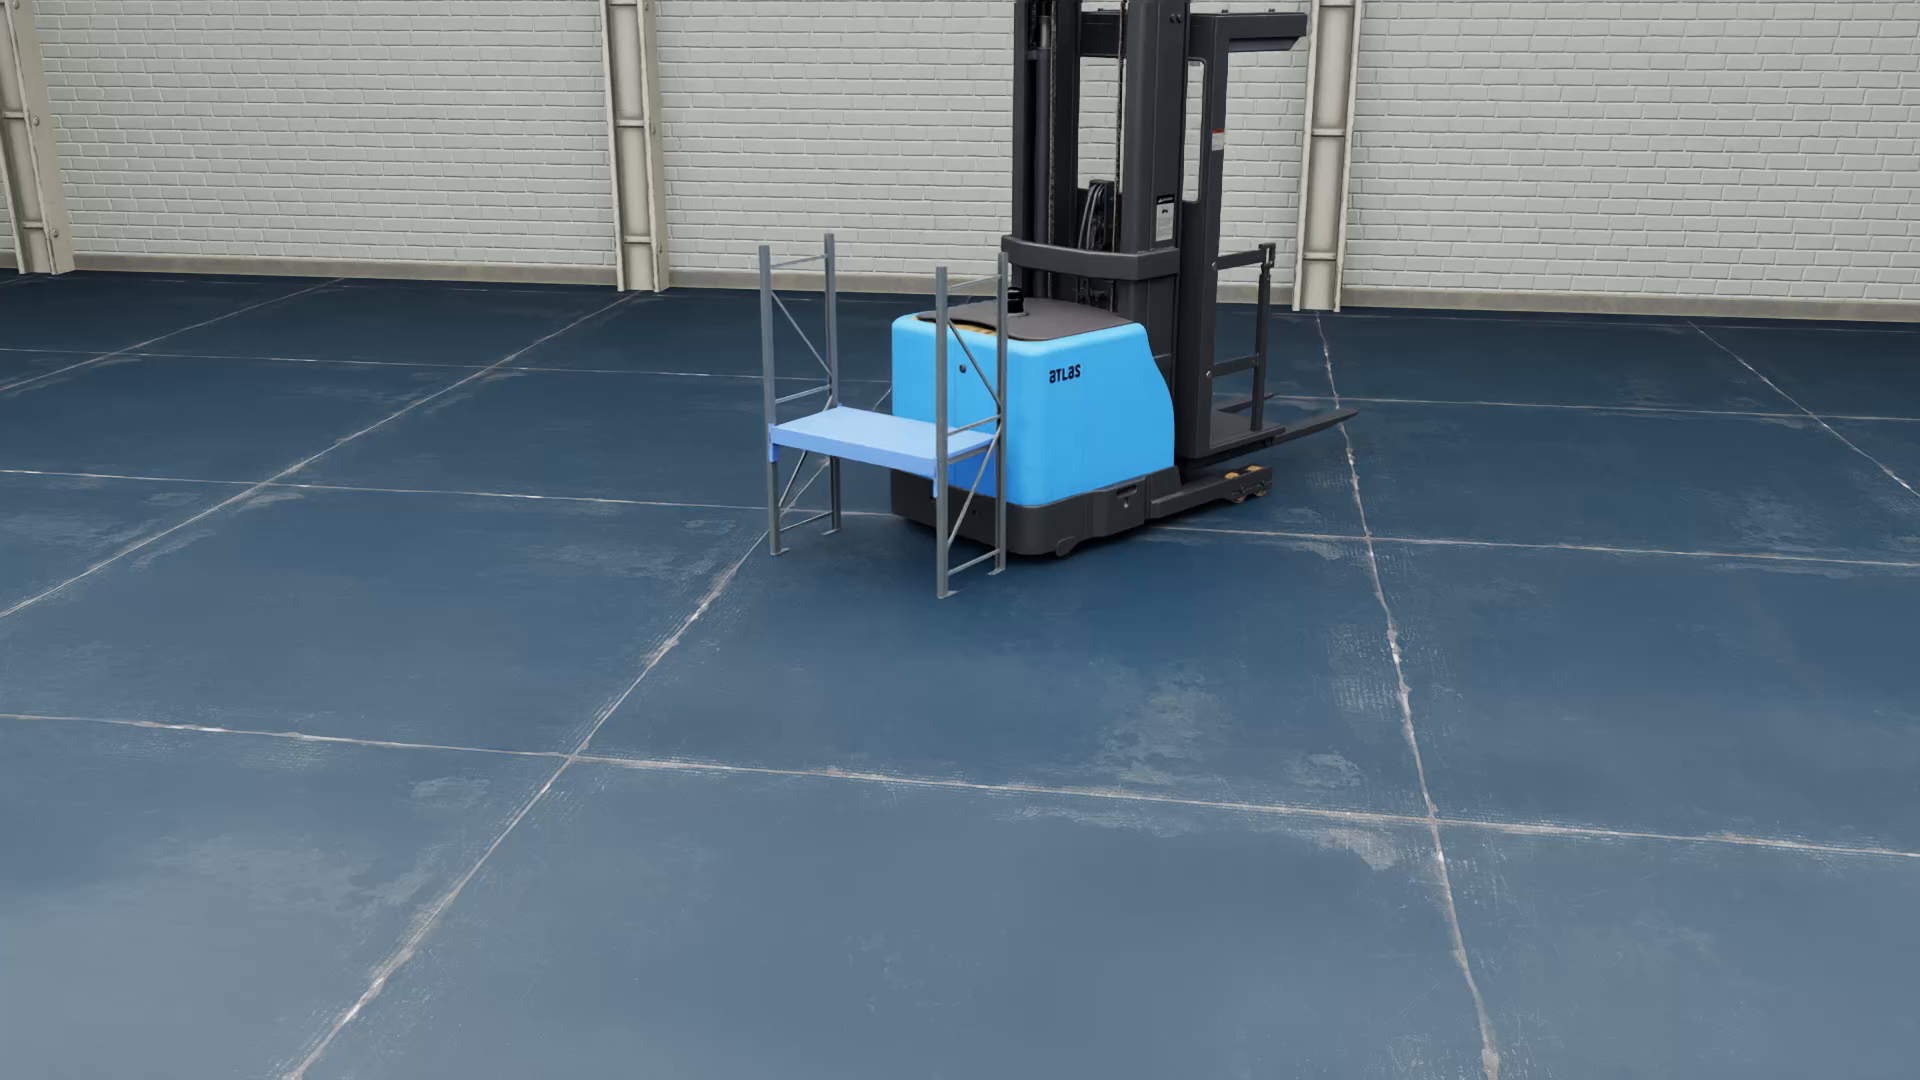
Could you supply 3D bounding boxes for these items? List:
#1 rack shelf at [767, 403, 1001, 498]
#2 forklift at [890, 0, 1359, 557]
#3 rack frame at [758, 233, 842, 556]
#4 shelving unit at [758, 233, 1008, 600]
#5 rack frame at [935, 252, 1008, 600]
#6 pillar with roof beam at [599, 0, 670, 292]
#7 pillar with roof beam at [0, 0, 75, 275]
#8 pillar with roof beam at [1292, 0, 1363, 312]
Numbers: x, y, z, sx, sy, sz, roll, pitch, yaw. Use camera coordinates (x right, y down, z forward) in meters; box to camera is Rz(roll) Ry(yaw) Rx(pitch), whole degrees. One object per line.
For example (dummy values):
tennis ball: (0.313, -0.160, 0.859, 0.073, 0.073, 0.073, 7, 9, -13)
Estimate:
rack shelf: (-0.353, -0.433, 7.800, 1.000, 0.185, 0.538, 13, 23, 34)
forklift: (1.056, -1.689, 8.730, 3.031, 2.935, 1.130, -17, 25, -41)
rack frame: (-0.763, -0.699, 8.029, 0.032, 1.500, 0.500, 13, 23, 34)
shelving unit: (-0.353, -0.603, 7.743, 1.048, 1.500, 0.538, 13, 23, 34)
rack frame: (0.056, -0.508, 7.457, 0.032, 1.500, 0.500, 13, 23, 34)
pillar with roof beam: (-3.560, -5.210, 9.692, 0.400, 9.000, 9.100, 3, 19, 9)
pillar with roof beam: (-9.484, -5.512, 10.594, 0.400, 9.000, 9.100, 3, 19, 9)
pillar with roof beam: (2.364, -4.908, 8.789, 0.400, 9.000, 9.100, 3, 19, 9)
